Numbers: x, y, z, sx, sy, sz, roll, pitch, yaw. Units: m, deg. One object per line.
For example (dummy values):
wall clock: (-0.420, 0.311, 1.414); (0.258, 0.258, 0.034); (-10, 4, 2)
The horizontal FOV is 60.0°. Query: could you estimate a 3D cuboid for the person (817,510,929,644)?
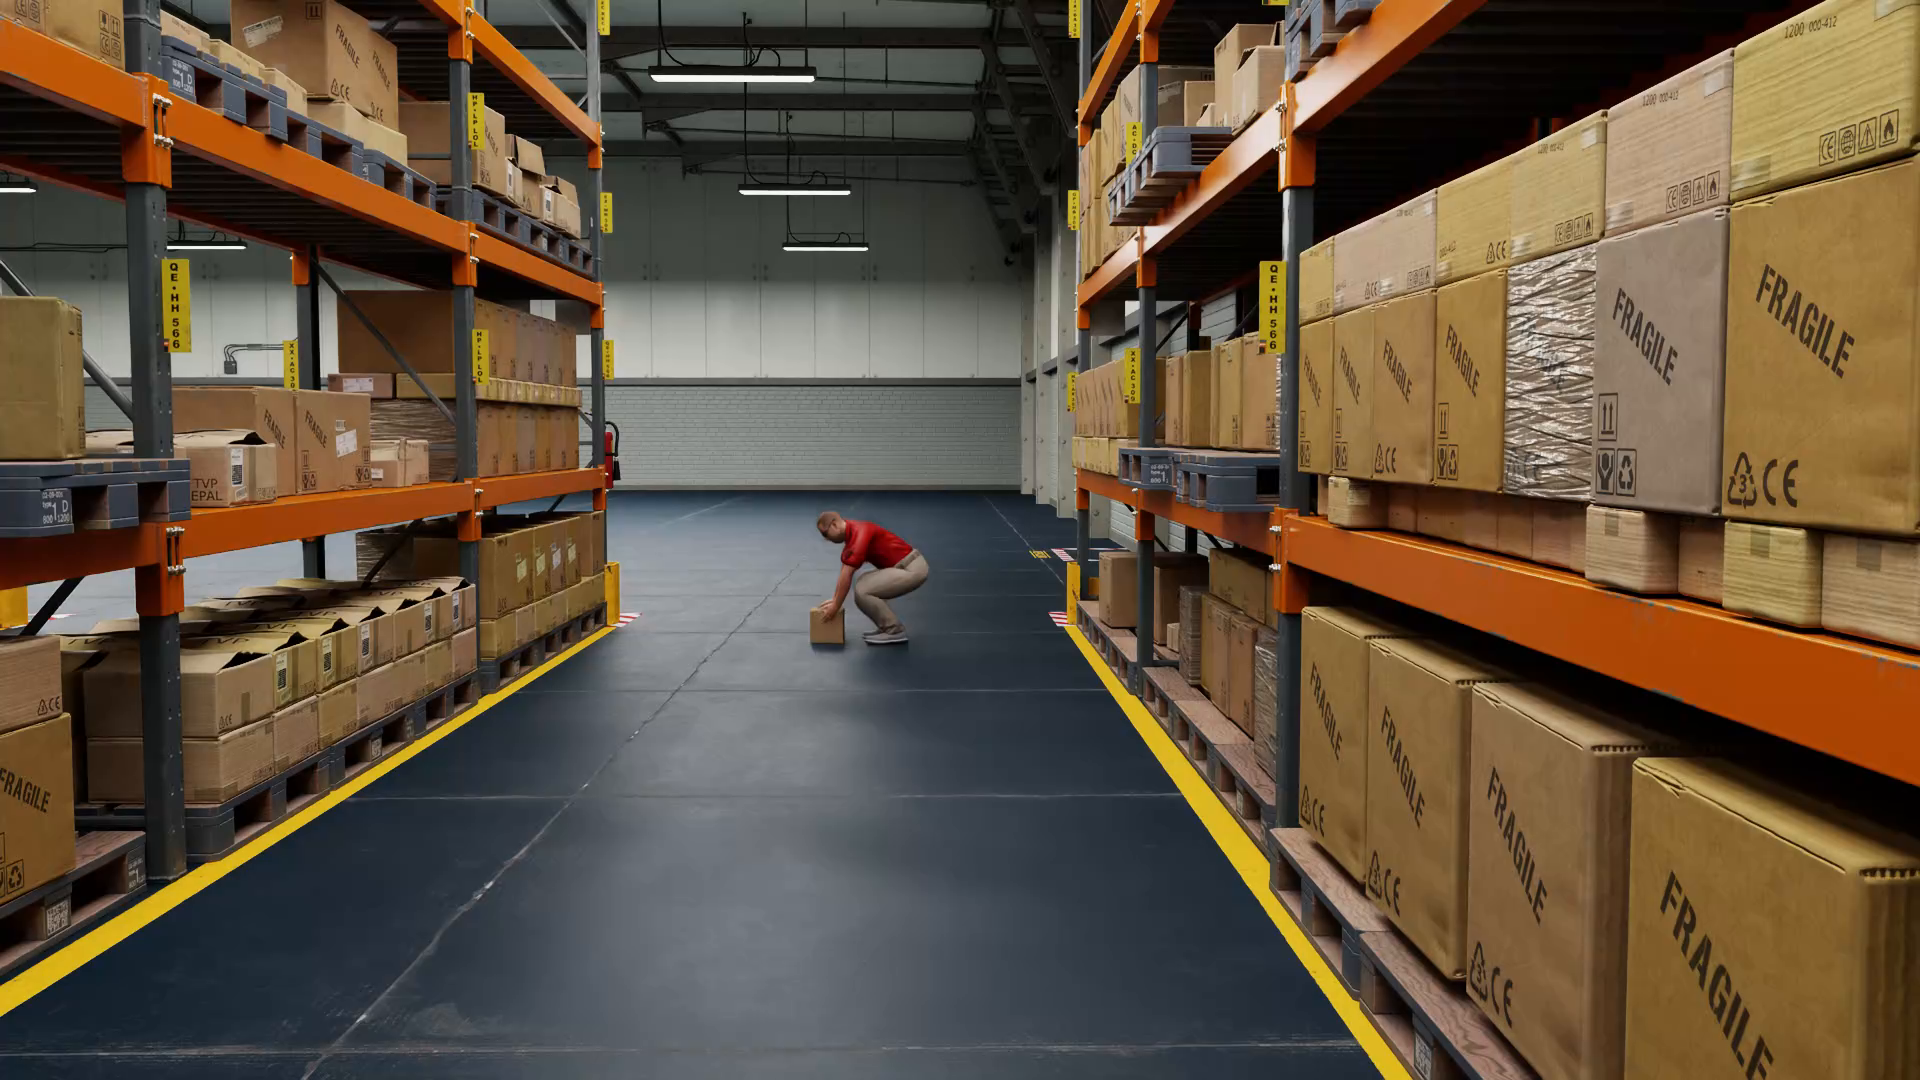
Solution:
person: (-0.698, 0.277, 12.664); (0.788, 1.013, 0.563); (0, 4, -2)
